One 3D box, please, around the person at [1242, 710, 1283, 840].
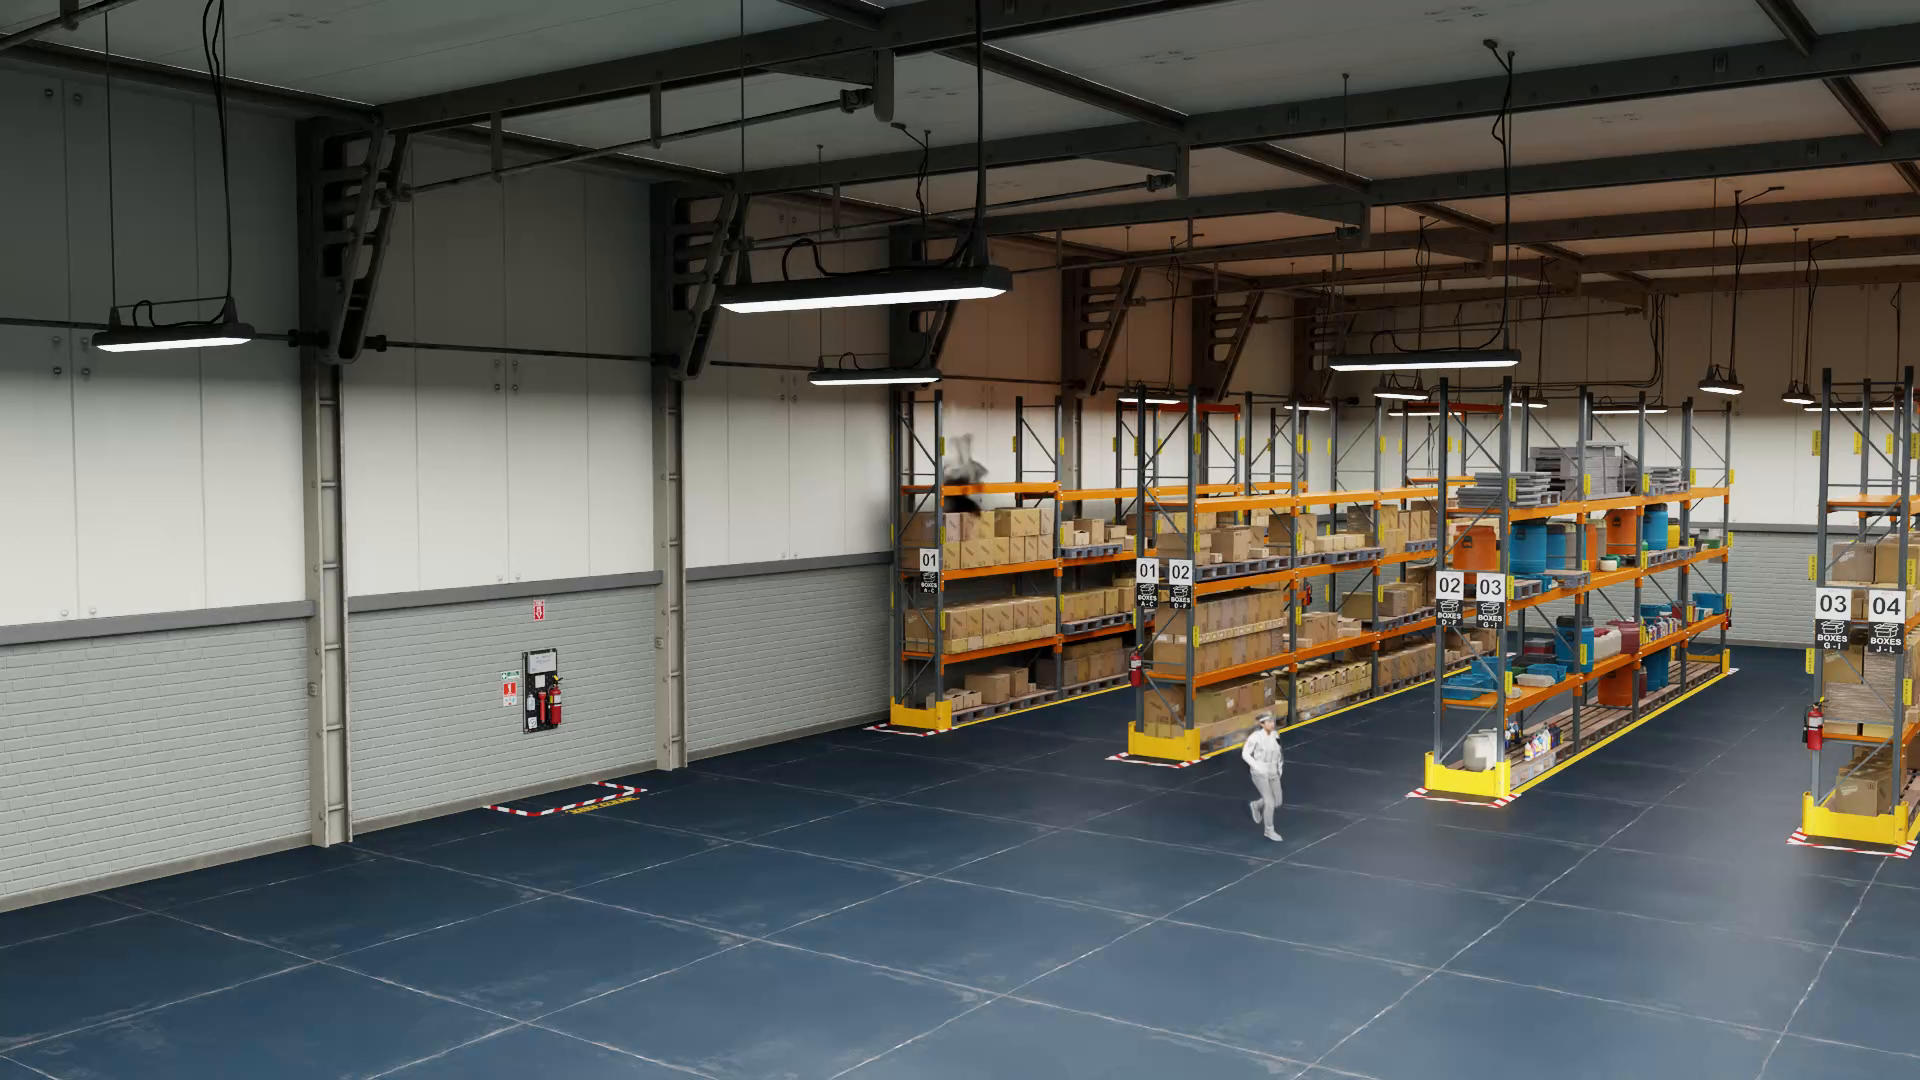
[{"bbox_3d":[3.877,2.989,21.301,0.639,1.657,0.546,-2,4,-28],"label":"person"}]
